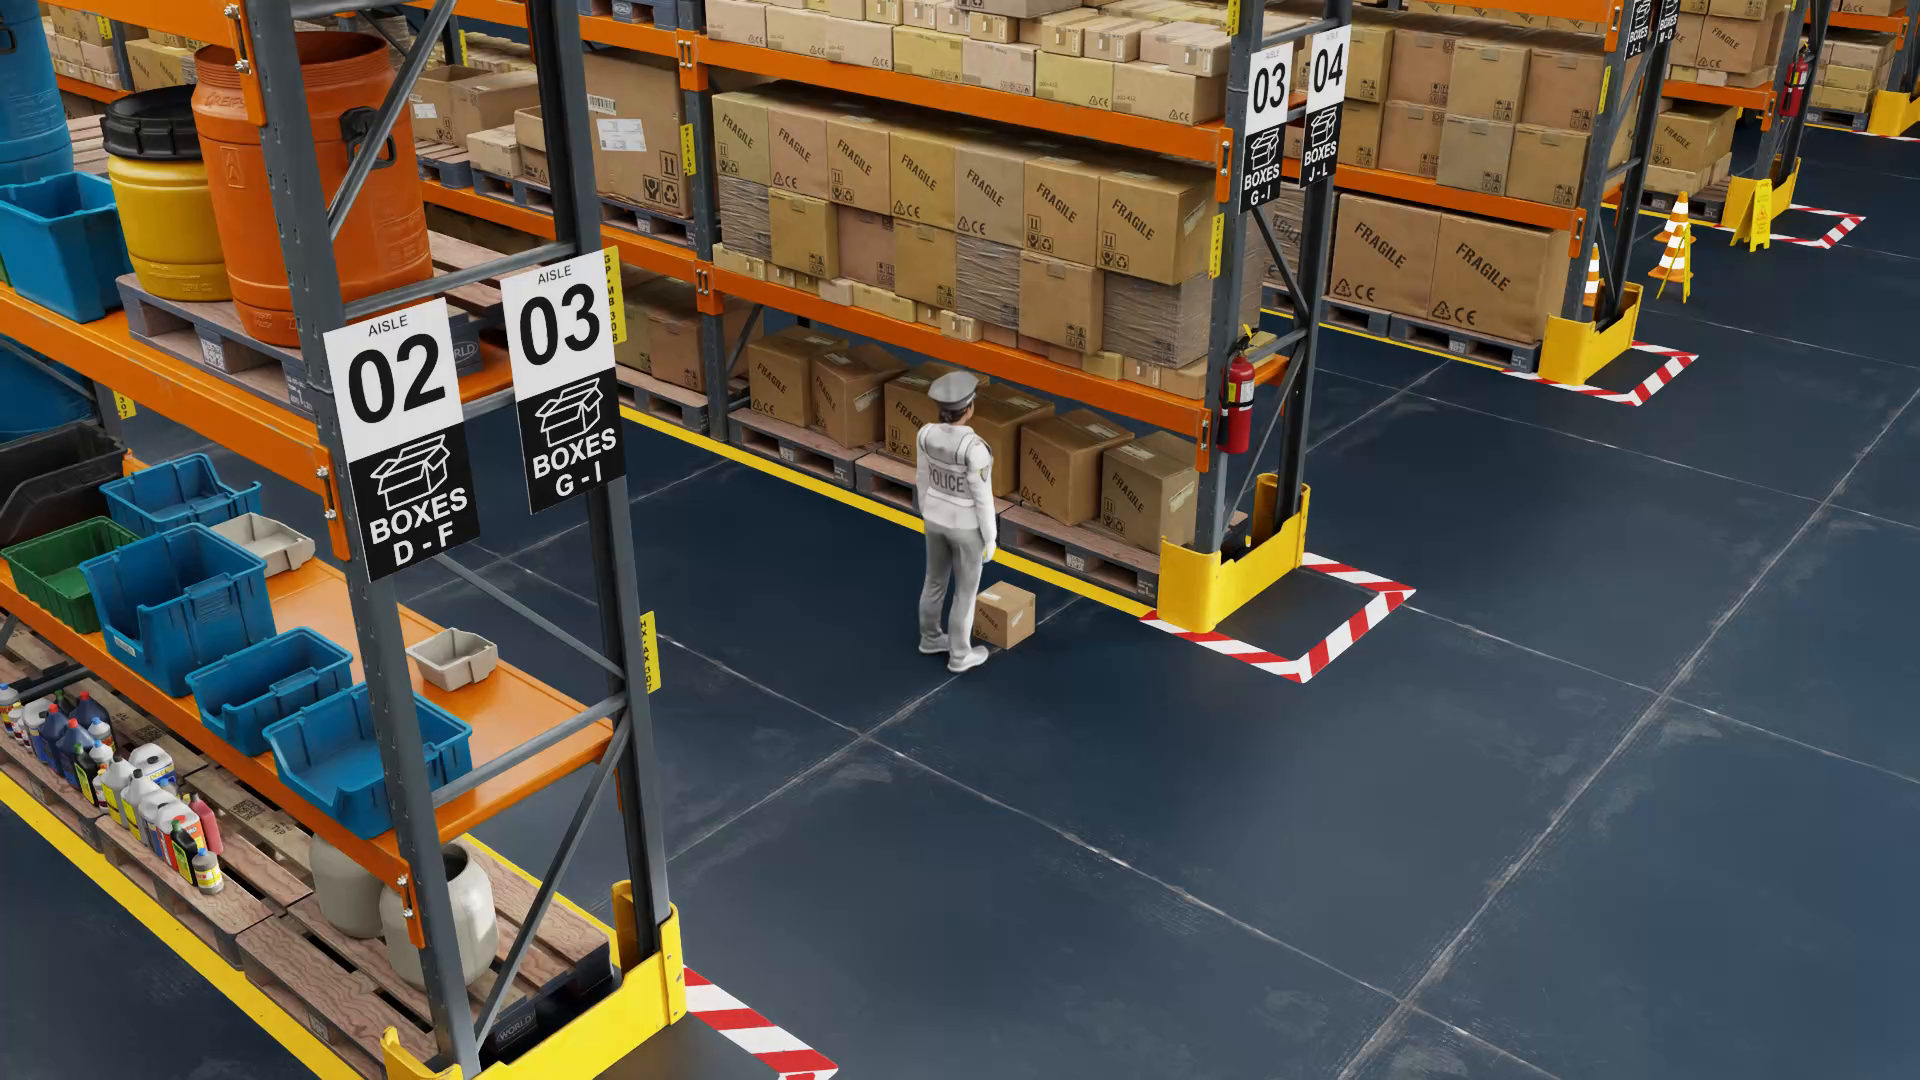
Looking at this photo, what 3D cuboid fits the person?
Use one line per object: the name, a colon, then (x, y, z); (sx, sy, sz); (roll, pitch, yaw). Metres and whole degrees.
person: (-0.003, -0.082, 8.746); (0.500, 1.684, 0.345); (20, 34, 34)
